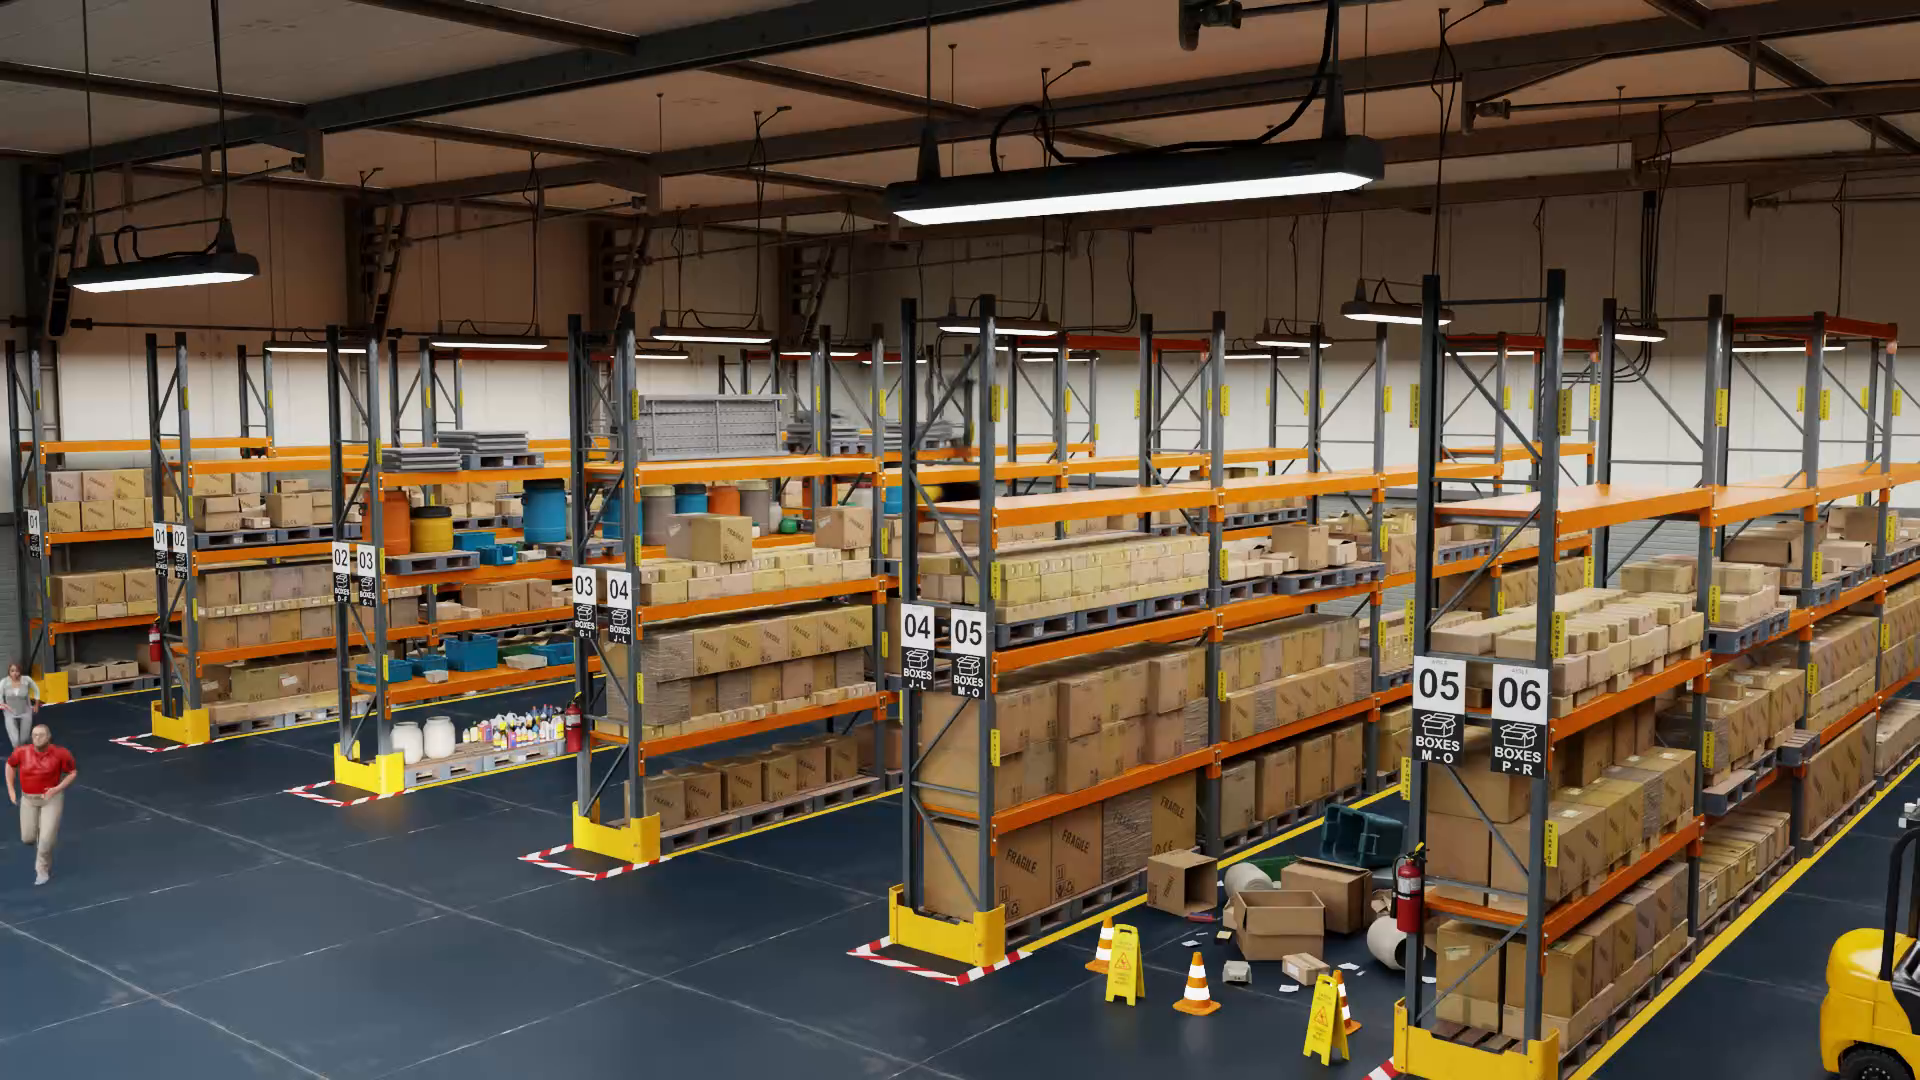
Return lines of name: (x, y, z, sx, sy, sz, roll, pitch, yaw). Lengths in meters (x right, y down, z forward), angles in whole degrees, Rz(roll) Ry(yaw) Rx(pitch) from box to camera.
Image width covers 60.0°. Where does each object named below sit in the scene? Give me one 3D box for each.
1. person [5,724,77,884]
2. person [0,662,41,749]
person: (-9.711, 2.770, 17.589, 0.700, 1.687, 0.688, -1, 5, -16)
person: (-12.748, 2.386, 22.531, 0.521, 1.543, 0.681, -2, 6, -22)
